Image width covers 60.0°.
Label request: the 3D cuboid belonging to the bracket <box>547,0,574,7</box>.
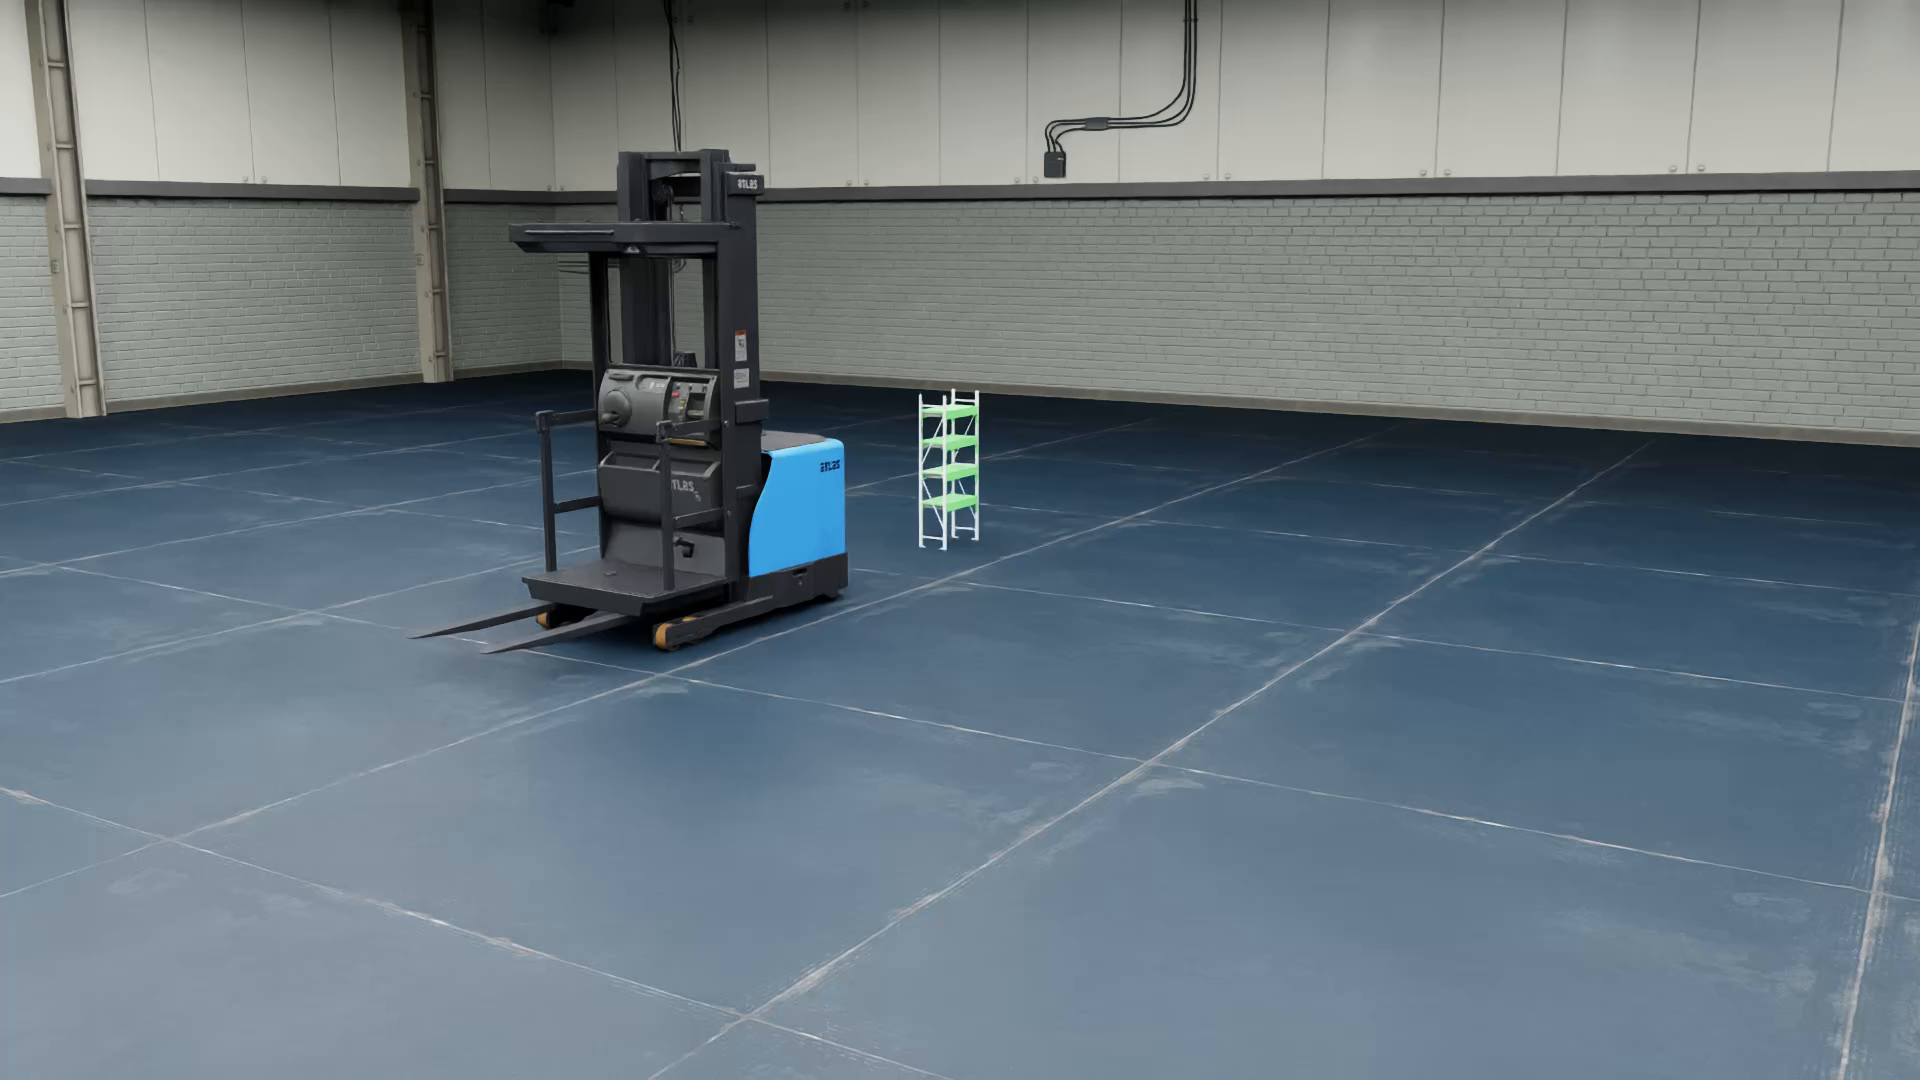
[{"bbox_3d":[-6.794,-9.191,28.227,0.235,0.232,0.430,6,12,31],"label":"bracket"}]

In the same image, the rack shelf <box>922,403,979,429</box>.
[{"bbox_3d":[-0.086,-0.973,13.043,0.258,0.148,0.480,6,12,31],"label":"rack shelf"}]

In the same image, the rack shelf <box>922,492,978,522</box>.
[{"bbox_3d":[-0.086,-0.265,13.175,0.258,0.148,0.480,6,12,31],"label":"rack shelf"}]

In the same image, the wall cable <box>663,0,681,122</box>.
[{"bbox_3d":[-3.571,-8.053,26.641,3.097,2.526,0.112,6,12,31],"label":"wall cable"}]

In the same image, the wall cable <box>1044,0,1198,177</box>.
[{"bbox_3d":[2.222,-8.117,23.029,2.305,6.003,0.169,6,12,31],"label":"wall cable"}]

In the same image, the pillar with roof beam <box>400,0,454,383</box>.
[{"bbox_3d":[-4.864,-6.607,24.203,9.100,9.000,0.548,6,12,31],"label":"pillar with roof beam"}]

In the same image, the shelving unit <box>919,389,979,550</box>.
[{"bbox_3d":[-0.086,-0.564,13.119,0.258,1.200,0.503,6,12,31],"label":"shelving unit"}]

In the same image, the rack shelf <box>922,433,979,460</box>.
[{"bbox_3d":[-0.086,-0.737,13.087,0.258,0.148,0.480,6,12,31],"label":"rack shelf"}]

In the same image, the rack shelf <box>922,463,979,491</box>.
[{"bbox_3d":[-0.086,-0.501,13.131,0.258,0.148,0.480,6,12,31],"label":"rack shelf"}]

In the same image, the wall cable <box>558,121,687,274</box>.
[{"bbox_3d":[-5.884,-5.829,28.486,3.097,2.526,0.112,6,12,31],"label":"wall cable"}]

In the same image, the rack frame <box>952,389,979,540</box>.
[{"bbox_3d":[0.041,-0.602,13.324,0.240,1.200,0.015,6,12,31],"label":"rack frame"}]

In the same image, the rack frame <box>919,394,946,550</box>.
[{"bbox_3d":[-0.213,-0.525,12.914,0.240,1.200,0.015,6,12,31],"label":"rack frame"}]

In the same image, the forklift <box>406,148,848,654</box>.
[{"bbox_3d":[-1.988,-0.882,10.113,1.130,2.935,3.031,7,13,33],"label":"forklift"}]

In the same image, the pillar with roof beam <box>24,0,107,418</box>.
[{"bbox_3d":[-7.979,-5.663,19.163,9.100,9.000,0.400,6,12,31],"label":"pillar with roof beam"}]
